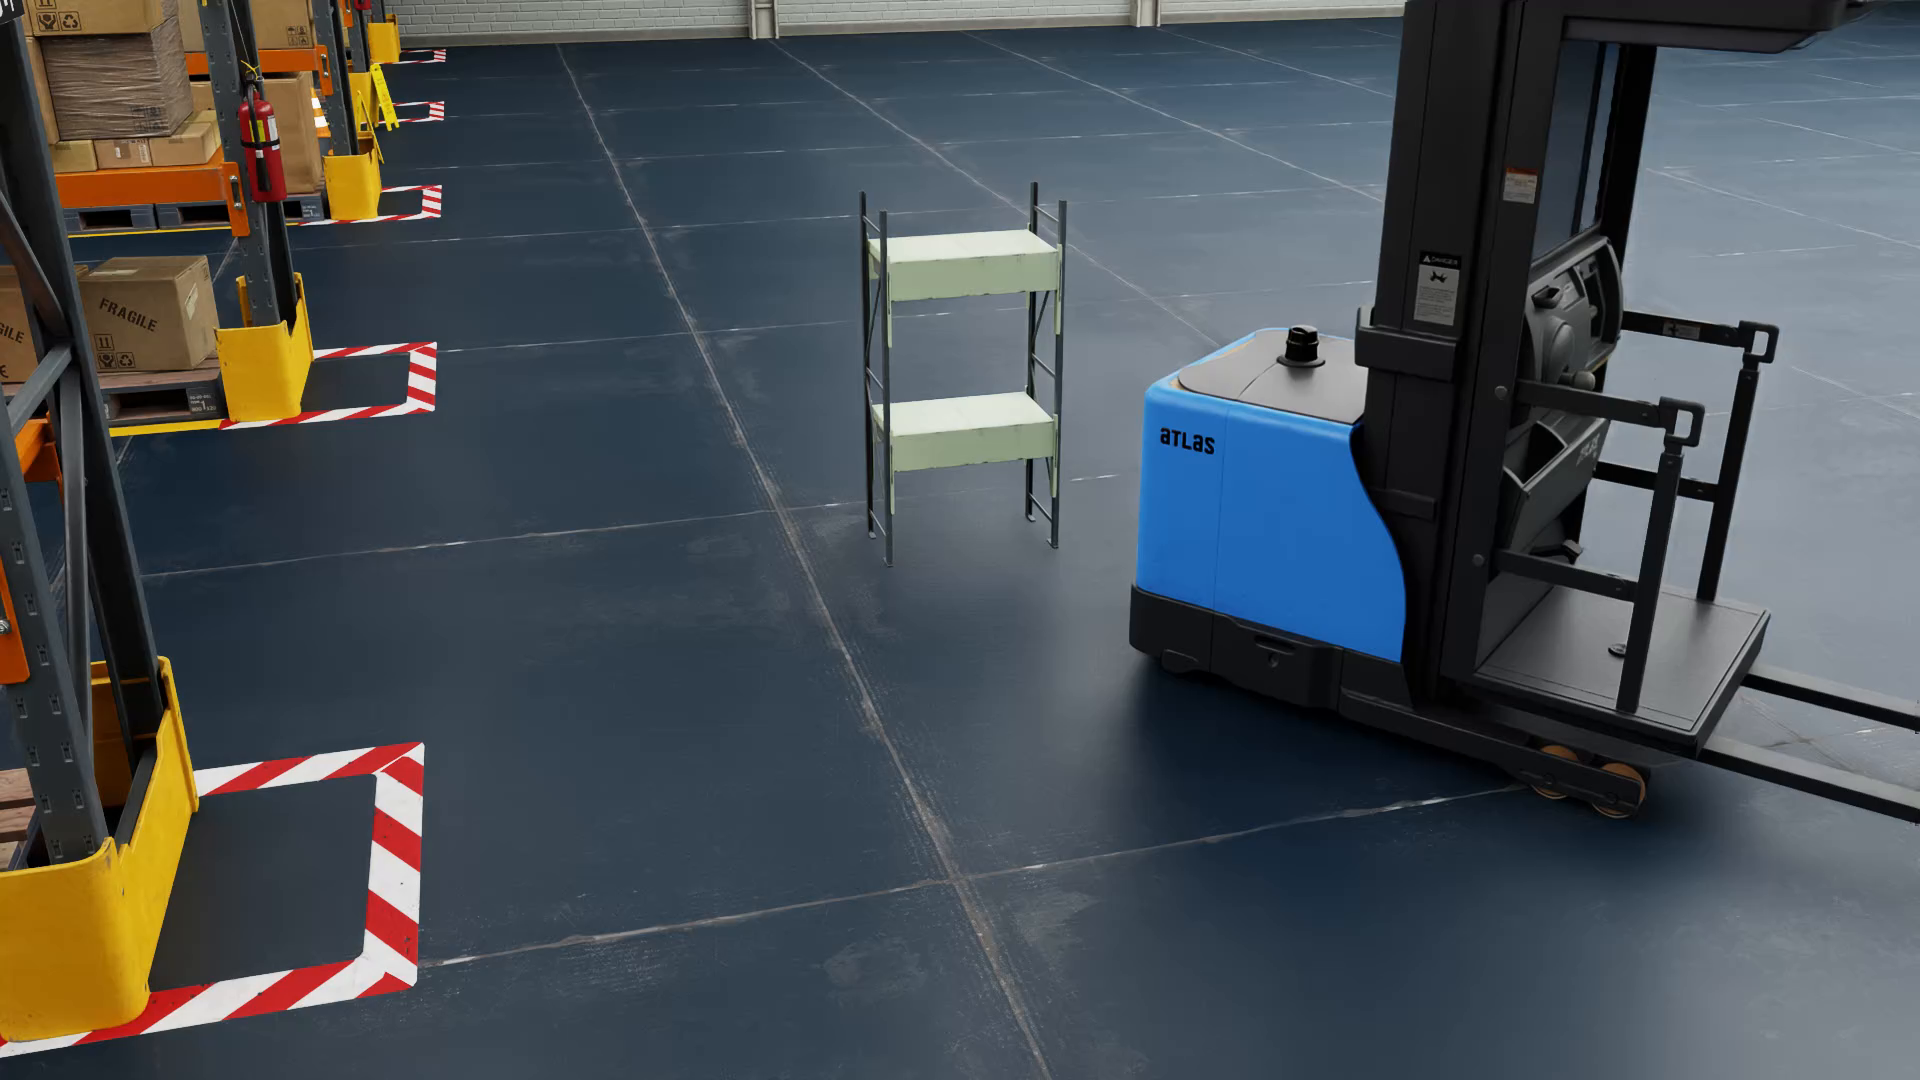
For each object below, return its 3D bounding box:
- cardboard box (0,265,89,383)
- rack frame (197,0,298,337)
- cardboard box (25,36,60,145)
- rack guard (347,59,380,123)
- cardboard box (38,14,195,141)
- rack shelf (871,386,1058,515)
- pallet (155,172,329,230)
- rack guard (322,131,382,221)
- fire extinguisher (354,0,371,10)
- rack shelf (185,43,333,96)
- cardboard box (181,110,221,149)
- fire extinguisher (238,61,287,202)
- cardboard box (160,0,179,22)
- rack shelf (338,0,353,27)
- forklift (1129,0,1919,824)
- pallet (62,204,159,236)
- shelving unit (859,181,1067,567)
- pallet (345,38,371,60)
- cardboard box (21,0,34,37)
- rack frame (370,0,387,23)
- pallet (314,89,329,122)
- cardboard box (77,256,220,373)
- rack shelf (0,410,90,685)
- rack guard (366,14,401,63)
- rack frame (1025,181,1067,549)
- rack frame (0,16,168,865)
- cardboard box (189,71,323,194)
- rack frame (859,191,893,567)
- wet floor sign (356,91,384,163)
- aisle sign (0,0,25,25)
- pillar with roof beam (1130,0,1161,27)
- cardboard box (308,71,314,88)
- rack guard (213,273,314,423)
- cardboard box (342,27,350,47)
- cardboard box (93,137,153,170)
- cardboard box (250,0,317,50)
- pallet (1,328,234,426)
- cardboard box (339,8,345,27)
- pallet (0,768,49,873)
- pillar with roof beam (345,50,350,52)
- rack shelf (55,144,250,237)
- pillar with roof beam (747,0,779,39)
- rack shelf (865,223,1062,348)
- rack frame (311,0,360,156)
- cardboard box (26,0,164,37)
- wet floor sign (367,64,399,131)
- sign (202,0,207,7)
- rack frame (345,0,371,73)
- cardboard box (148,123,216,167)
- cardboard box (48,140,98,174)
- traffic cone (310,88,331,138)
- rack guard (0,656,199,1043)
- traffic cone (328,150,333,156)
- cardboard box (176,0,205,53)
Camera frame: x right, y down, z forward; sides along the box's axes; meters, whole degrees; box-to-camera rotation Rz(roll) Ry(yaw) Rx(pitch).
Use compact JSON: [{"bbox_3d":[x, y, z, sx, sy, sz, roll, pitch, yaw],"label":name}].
[{"bbox_3d":[-4.901,-1.140,8.741,0.500,0.500,0.500,0,23,0],"label":"cardboard box"},{"bbox_3d":[-3.729,-2.233,8.650,0.127,3.000,1.000,-6,24,-14],"label":"rack frame"},{"bbox_3d":[-4.715,-2.268,8.229,0.500,0.500,0.875,-6,24,-14],"label":"cardboard box"},{"bbox_3d":[-6.479,-4.838,17.892,0.348,0.500,1.175,-6,24,-14],"label":"rack guard"},{"bbox_3d":[-4.266,-2.367,8.459,0.500,0.500,0.875,-6,24,-14],"label":"cardboard box"},{"bbox_3d":[0.006,-0.390,7.084,0.720,0.370,0.431,-6,24,-14],"label":"rack shelf"},{"bbox_3d":[-5.720,-2.730,13.345,1.213,0.211,1.003,-6,24,-14],"label":"pallet"},{"bbox_3d":[-4.948,-2.980,13.562,0.348,0.500,1.175,-6,24,-14],"label":"rack guard"},{"bbox_3d":[-6.171,-5.797,17.054,0.183,0.674,0.296,-6,24,-14],"label":"fire extinguisher"},{"bbox_3d":[-6.897,-3.583,12.709,4.000,0.370,1.077,-6,24,-14],"label":"rack shelf"},{"bbox_3d":[-4.068,-2.177,8.839,0.250,0.149,0.380,-6,24,-14],"label":"cardboard box"},{"bbox_3d":[-3.494,-2.034,8.285,0.183,0.674,0.296,-6,24,-14],"label":"fire extinguisher"},{"bbox_3d":[-4.332,-2.920,8.479,0.500,0.500,0.500,-6,24,-14],"label":"cardboard box"},{"bbox_3d":[-8.332,-5.452,17.063,4.000,0.370,1.077,-6,24,-14],"label":"rack shelf"},{"bbox_3d":[2.124,-0.713,5.194,3.031,2.935,1.130,16,28,32],"label":"forklift"},{"bbox_3d":[-6.893,-2.602,13.046,1.213,0.211,1.003,-6,24,-14],"label":"pallet"},{"bbox_3d":[0.006,-0.690,6.956,0.755,1.500,0.431,-6,24,-14],"label":"shelving unit"},{"bbox_3d":[-8.475,-6.501,22.132,1.213,0.211,1.003,-6,24,-14],"label":"pallet"},{"bbox_3d":[-4.672,-2.667,7.890,0.500,0.500,0.500,-6,24,-14],"label":"cardboard box"},{"bbox_3d":[-7.750,-7.879,21.809,0.127,3.000,1.000,-6,24,-14],"label":"rack frame"},{"bbox_3d":[-7.271,-4.633,17.779,1.213,0.211,1.003,-6,24,-14],"label":"pallet"},{"bbox_3d":[-4.335,-1.217,8.919,0.500,0.500,0.500,-2,23,-5],"label":"cardboard box"},{"bbox_3d":[-4.317,0.191,3.913,4.000,0.370,1.077,-6,24,-14],"label":"rack shelf"},{"bbox_3d":[-7.727,-6.733,22.308,0.348,0.500,1.175,-6,24,-14],"label":"rack guard"},{"bbox_3d":[0.359,-0.729,7.047,0.023,1.500,0.400,-6,24,-14],"label":"rack frame"},{"bbox_3d":[-2.391,-0.352,4.267,0.127,3.000,1.000,-6,24,-14],"label":"rack frame"},{"bbox_3d":[-5.607,-3.246,13.173,0.875,0.875,0.875,-6,24,-14],"label":"cardboard box"},{"bbox_3d":[-0.346,-0.651,6.865,0.023,1.500,0.400,-6,24,-14],"label":"rack frame"},{"bbox_3d":[-5.479,-3.800,15.287,0.232,0.644,0.267,-11,25,-23],"label":"wet floor sign"},{"bbox_3d":[-2.401,-1.666,4.032,0.004,0.787,0.394,-6,24,-14],"label":"aisle sign"},{"bbox_3d":[4.053,-10.548,20.420,0.400,9.000,9.100,-6,24,-14],"label":"pillar with roof beam"},{"bbox_3d":[-7.257,-4.944,17.922,0.500,0.250,0.500,-7,24,-15],"label":"cardboard box"},{"bbox_3d":[-3.802,-1.076,9.124,0.348,0.500,1.175,-6,24,-14],"label":"rack guard"},{"bbox_3d":[-8.117,-6.639,21.872,0.500,0.250,0.500,-6,24,-14],"label":"cardboard box"},{"bbox_3d":[-4.189,-1.982,8.384,0.250,0.149,0.380,-6,24,-14],"label":"cardboard box"},{"bbox_3d":[-5.317,-4.139,12.902,0.550,0.550,0.875,-6,24,-14],"label":"cardboard box"},{"bbox_3d":[-4.594,-0.870,9.010,1.213,0.211,1.003,-6,24,-14],"label":"pallet"},{"bbox_3d":[-8.135,-6.868,21.772,0.500,0.250,0.500,-7,24,-15],"label":"cardboard box"},{"bbox_3d":[-3.235,1.040,4.560,1.213,0.211,1.003,-6,24,-14],"label":"pallet"},{"bbox_3d":[-7.501,-9.270,17.442,0.400,9.000,9.100,-6,24,-14],"label":"pillar with roof beam"},{"bbox_3d":[-5.655,-1.689,8.295,4.000,0.370,1.077,-6,24,-14],"label":"rack shelf"},{"bbox_3d":[-1.724,-9.909,18.931,0.400,9.000,9.100,-6,24,-14],"label":"pillar with roof beam"},{"bbox_3d":[0.006,-1.049,6.802,0.720,0.370,0.431,-6,24,-14],"label":"rack shelf"},{"bbox_3d":[-4.972,-4.127,13.063,0.127,3.000,1.000,-6,24,-14],"label":"rack frame"},{"bbox_3d":[-4.192,-2.723,8.019,0.500,0.500,0.500,-6,24,-14],"label":"cardboard box"},{"bbox_3d":[-5.934,-4.527,16.983,0.232,0.644,0.267,2,23,4],"label":"wet floor sign"},{"bbox_3d":[-3.598,-2.697,7.863,0.005,0.325,0.100,-6,24,-14],"label":"sign"},{"bbox_3d":[-6.406,-5.995,17.418,0.127,3.000,1.000,-6,24,-14],"label":"rack frame"},{"bbox_3d":[-3.948,-2.009,8.446,0.250,0.149,0.380,-6,24,-14],"label":"cardboard box"},{"bbox_3d":[-4.415,-1.936,8.277,0.250,0.149,0.380,-6,24,-14],"label":"cardboard box"},{"bbox_3d":[-6.472,-4.294,16.670,0.334,0.463,0.336,-6,24,-14],"label":"traffic cone"},{"bbox_3d":[-2.452,0.822,4.700,0.348,0.500,1.175,-6,24,-14],"label":"rack guard"},{"bbox_3d":[-5.844,-3.909,15.772,0.334,0.463,0.336,-6,24,-14],"label":"traffic cone"},{"bbox_3d":[-5.840,-4.072,12.746,0.550,0.550,0.875,-6,24,-14],"label":"cardboard box"}]
